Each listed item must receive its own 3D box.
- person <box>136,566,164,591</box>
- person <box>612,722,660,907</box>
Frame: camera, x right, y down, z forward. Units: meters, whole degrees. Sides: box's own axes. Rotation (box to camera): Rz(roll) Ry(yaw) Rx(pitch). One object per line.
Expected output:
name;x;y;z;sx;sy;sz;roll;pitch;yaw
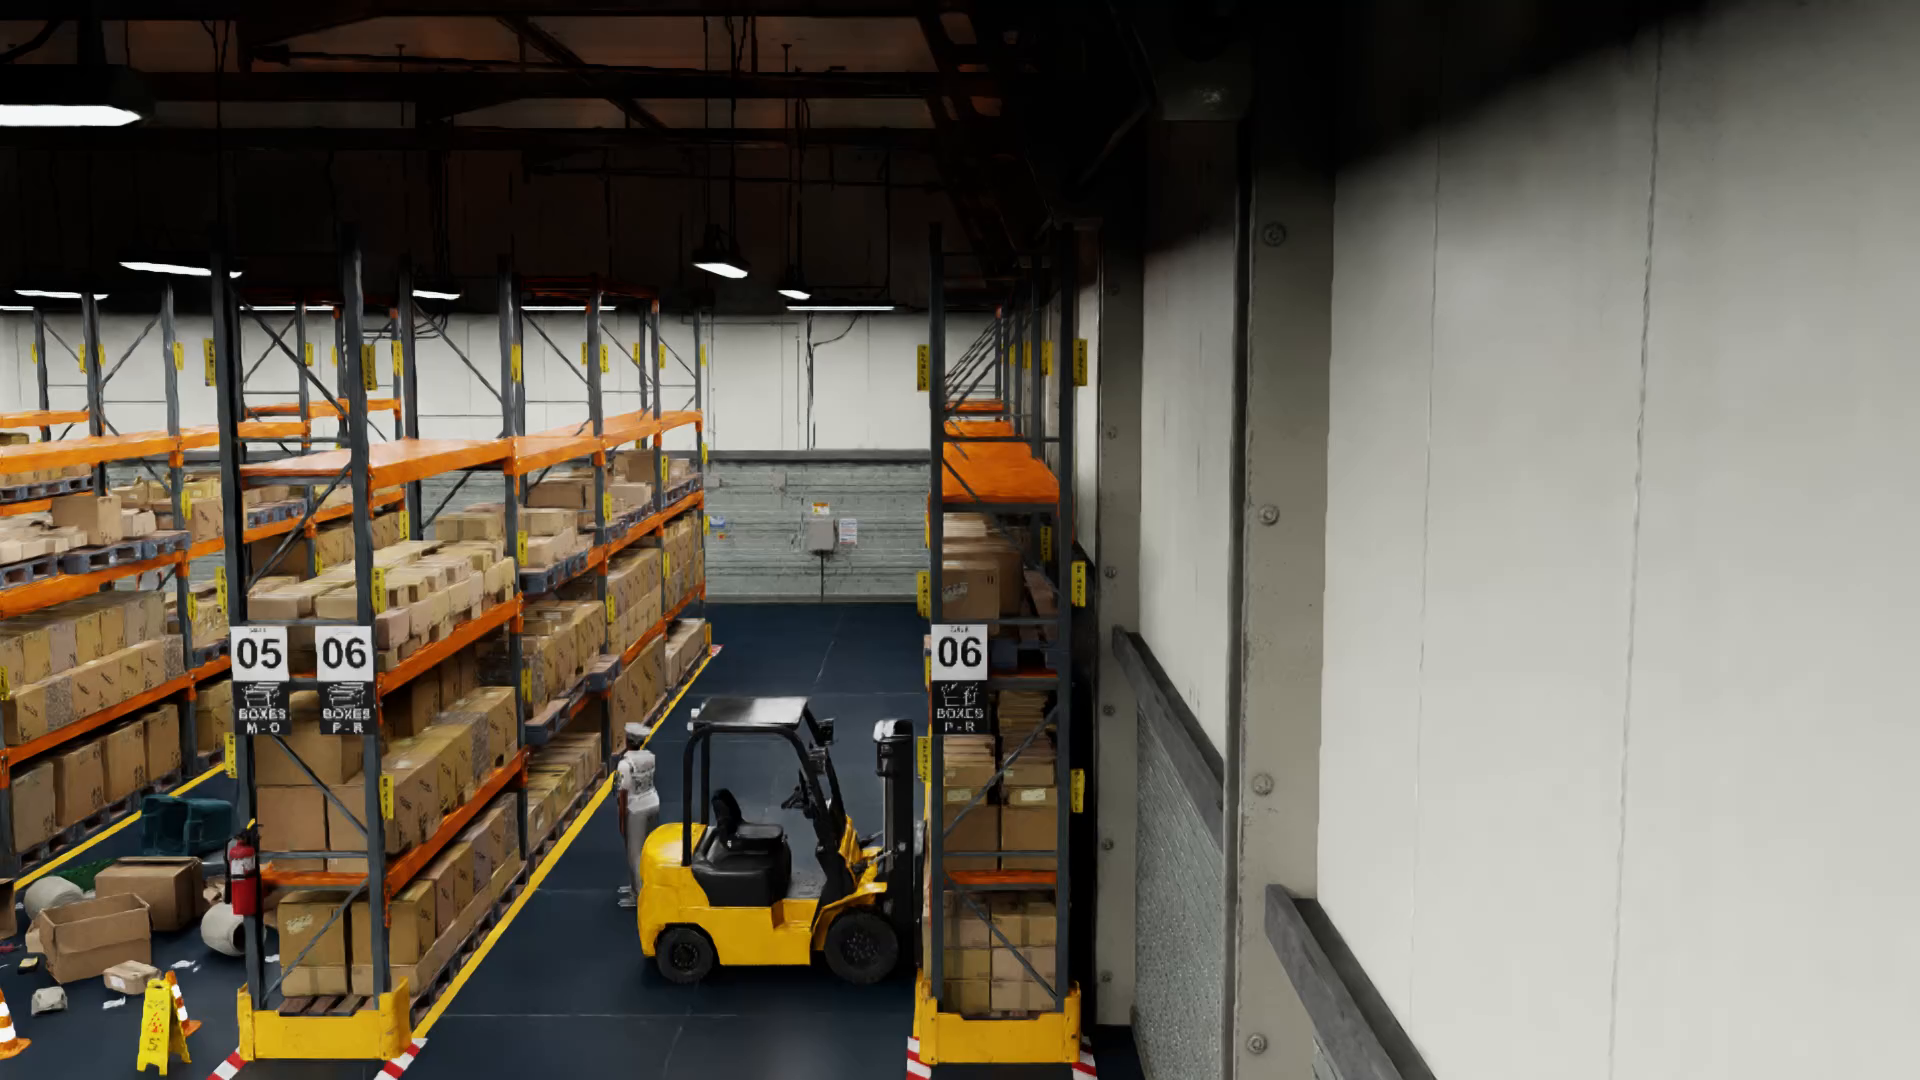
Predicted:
person;-14.551;0.868;29.821;0.516;1.662;0.513;-5;8;-37
person;-3.027;2.532;15.426;0.467;1.677;0.497;4;8;30
